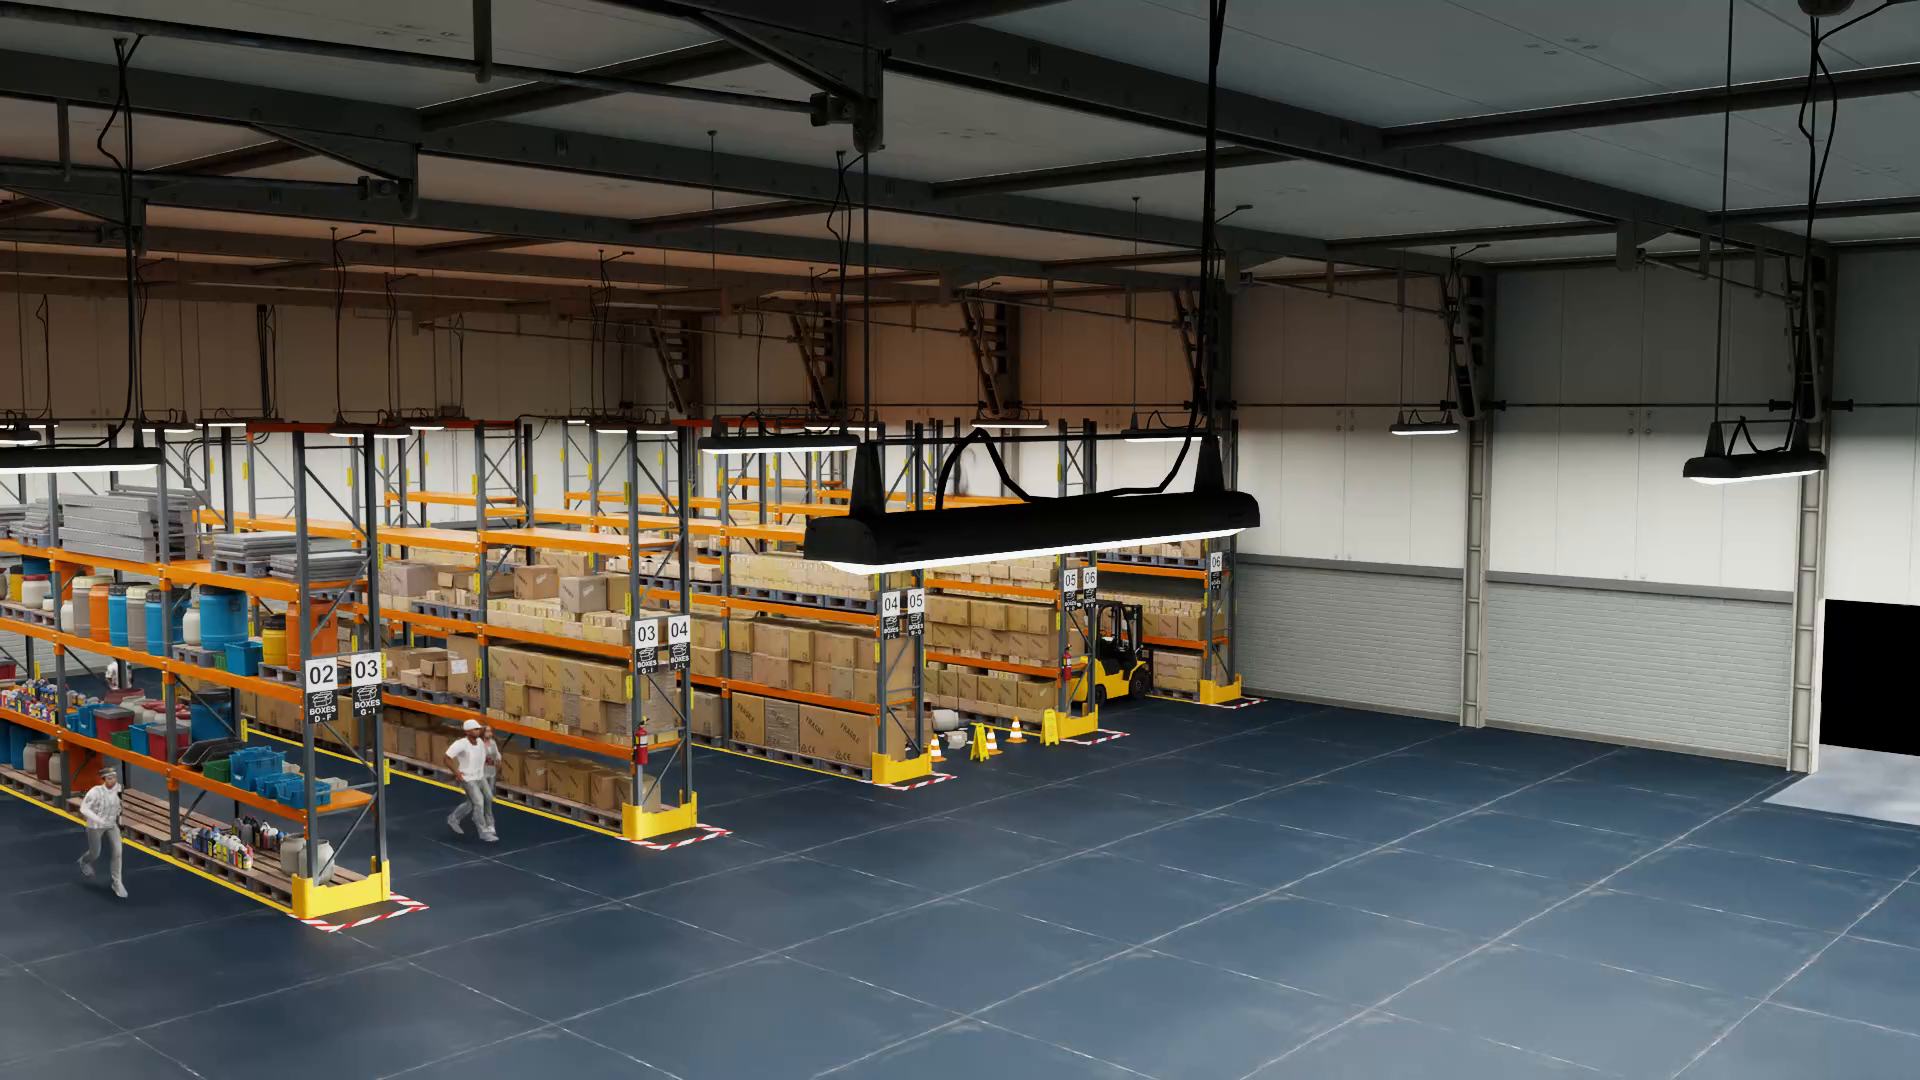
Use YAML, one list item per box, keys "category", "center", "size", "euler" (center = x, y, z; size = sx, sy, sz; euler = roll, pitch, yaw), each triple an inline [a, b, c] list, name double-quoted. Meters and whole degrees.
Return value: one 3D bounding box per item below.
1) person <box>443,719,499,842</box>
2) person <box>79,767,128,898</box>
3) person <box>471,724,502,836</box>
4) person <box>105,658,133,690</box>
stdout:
- category: "person"
  center: [-7.118, 3.472, 24.114]
  size: [0.888, 1.766, 0.705]
  euler: [2, 5, 18]
- category: "person"
  center: [-11.157, 3.744, 21.614]
  size: [1.062, 1.680, 0.618]
  euler: [3, 6, 36]
- category: "person"
  center: [-7.052, 3.529, 24.627]
  size: [0.705, 1.635, 0.547]
  euler: [3, 6, 35]
- category: "person"
  center: [-16.102, 2.897, 31.936]
  size: [0.573, 1.668, 0.565]
  euler: [4, 6, 39]
